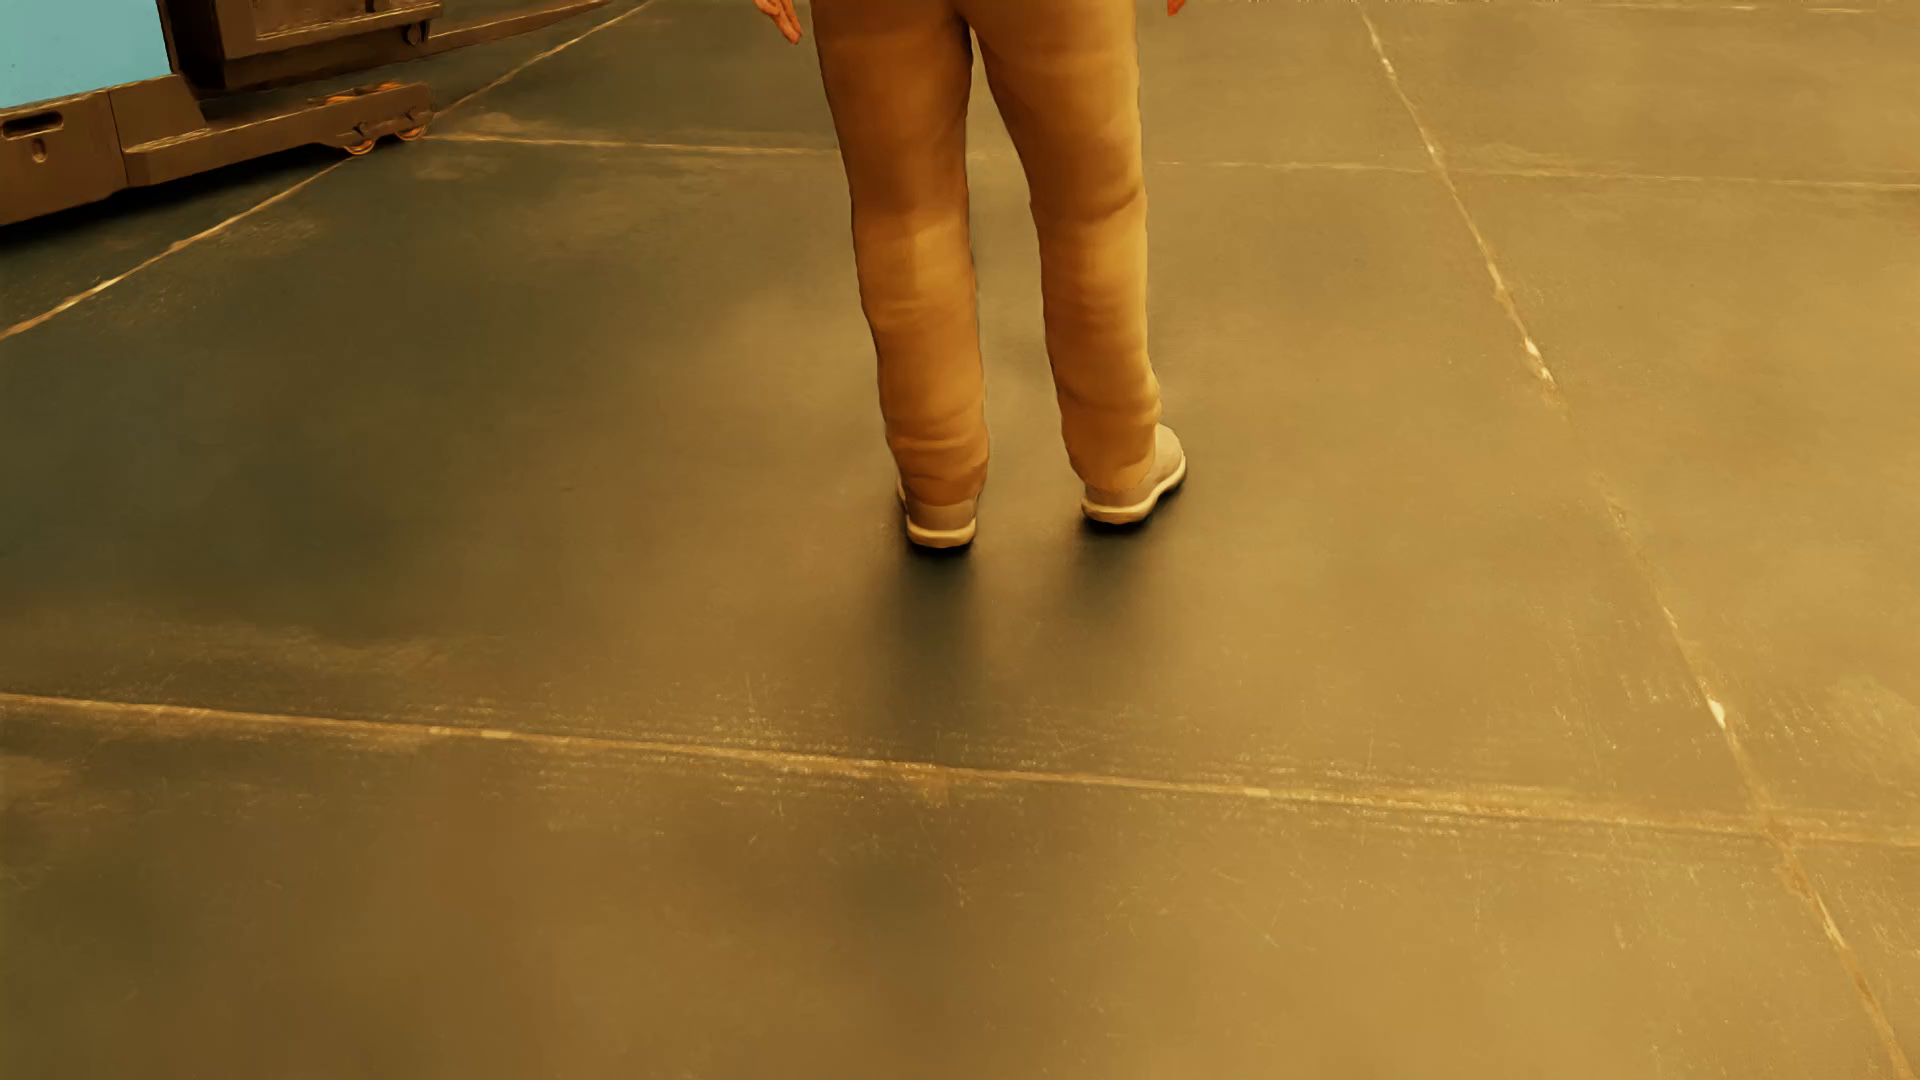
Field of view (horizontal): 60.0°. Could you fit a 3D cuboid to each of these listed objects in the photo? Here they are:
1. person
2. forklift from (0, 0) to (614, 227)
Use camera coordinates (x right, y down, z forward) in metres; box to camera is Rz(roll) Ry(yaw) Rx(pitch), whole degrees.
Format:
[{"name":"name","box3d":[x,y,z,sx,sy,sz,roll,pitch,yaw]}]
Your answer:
[{"name":"person","box3d":[0.024,-0.819,2.189,0.640,1.726,0.550,3,27,7]},{"name":"forklift","box3d":[-2.193,-2.470,4.168,1.130,2.935,3.031,13,29,24]}]
